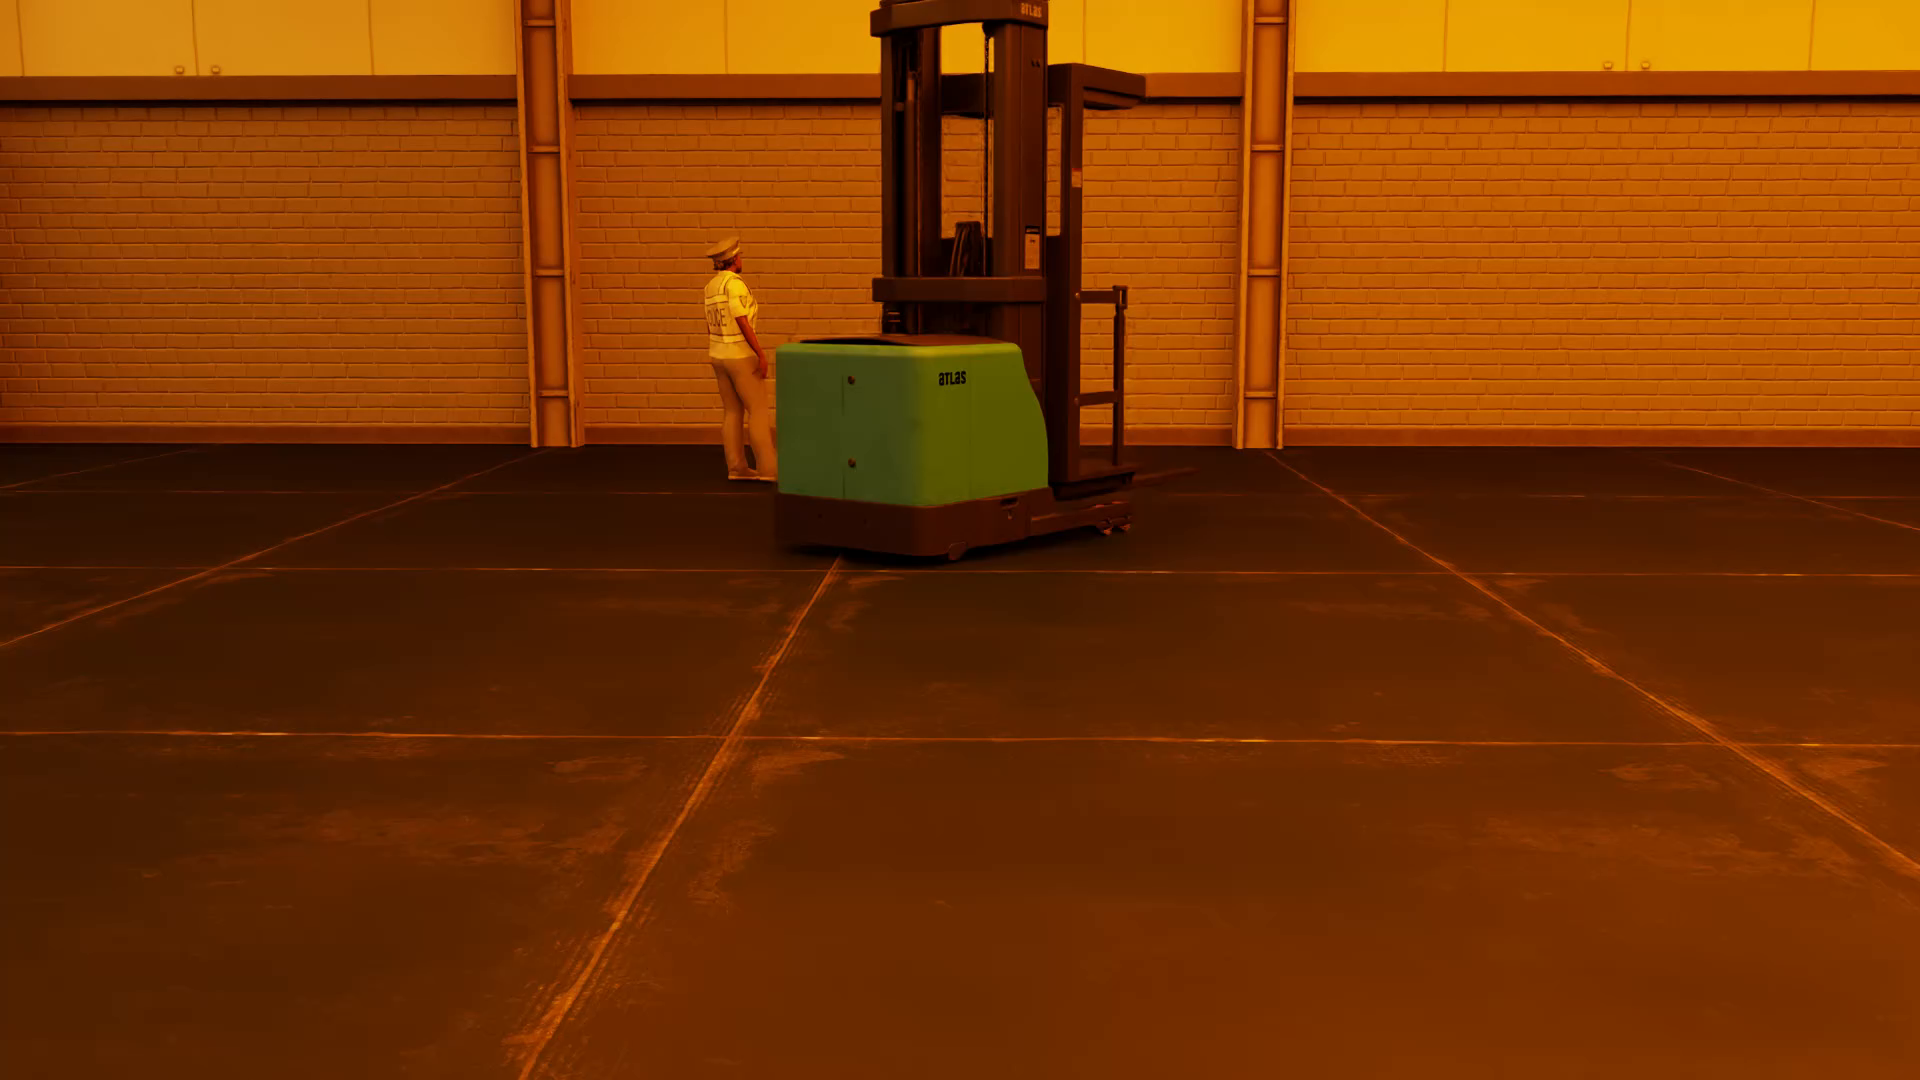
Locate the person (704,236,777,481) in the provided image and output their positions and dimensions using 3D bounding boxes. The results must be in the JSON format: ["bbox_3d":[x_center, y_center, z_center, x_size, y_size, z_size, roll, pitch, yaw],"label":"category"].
[{"bbox_3d":[-1.488,-1.258,11.580,0.531,1.695,0.568,-7,11,-39],"label":"person"}]

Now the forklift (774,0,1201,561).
[{"bbox_3d":[0.331,-1.522,9.259,1.130,2.935,3.031,7,11,37],"label":"forklift"}]
